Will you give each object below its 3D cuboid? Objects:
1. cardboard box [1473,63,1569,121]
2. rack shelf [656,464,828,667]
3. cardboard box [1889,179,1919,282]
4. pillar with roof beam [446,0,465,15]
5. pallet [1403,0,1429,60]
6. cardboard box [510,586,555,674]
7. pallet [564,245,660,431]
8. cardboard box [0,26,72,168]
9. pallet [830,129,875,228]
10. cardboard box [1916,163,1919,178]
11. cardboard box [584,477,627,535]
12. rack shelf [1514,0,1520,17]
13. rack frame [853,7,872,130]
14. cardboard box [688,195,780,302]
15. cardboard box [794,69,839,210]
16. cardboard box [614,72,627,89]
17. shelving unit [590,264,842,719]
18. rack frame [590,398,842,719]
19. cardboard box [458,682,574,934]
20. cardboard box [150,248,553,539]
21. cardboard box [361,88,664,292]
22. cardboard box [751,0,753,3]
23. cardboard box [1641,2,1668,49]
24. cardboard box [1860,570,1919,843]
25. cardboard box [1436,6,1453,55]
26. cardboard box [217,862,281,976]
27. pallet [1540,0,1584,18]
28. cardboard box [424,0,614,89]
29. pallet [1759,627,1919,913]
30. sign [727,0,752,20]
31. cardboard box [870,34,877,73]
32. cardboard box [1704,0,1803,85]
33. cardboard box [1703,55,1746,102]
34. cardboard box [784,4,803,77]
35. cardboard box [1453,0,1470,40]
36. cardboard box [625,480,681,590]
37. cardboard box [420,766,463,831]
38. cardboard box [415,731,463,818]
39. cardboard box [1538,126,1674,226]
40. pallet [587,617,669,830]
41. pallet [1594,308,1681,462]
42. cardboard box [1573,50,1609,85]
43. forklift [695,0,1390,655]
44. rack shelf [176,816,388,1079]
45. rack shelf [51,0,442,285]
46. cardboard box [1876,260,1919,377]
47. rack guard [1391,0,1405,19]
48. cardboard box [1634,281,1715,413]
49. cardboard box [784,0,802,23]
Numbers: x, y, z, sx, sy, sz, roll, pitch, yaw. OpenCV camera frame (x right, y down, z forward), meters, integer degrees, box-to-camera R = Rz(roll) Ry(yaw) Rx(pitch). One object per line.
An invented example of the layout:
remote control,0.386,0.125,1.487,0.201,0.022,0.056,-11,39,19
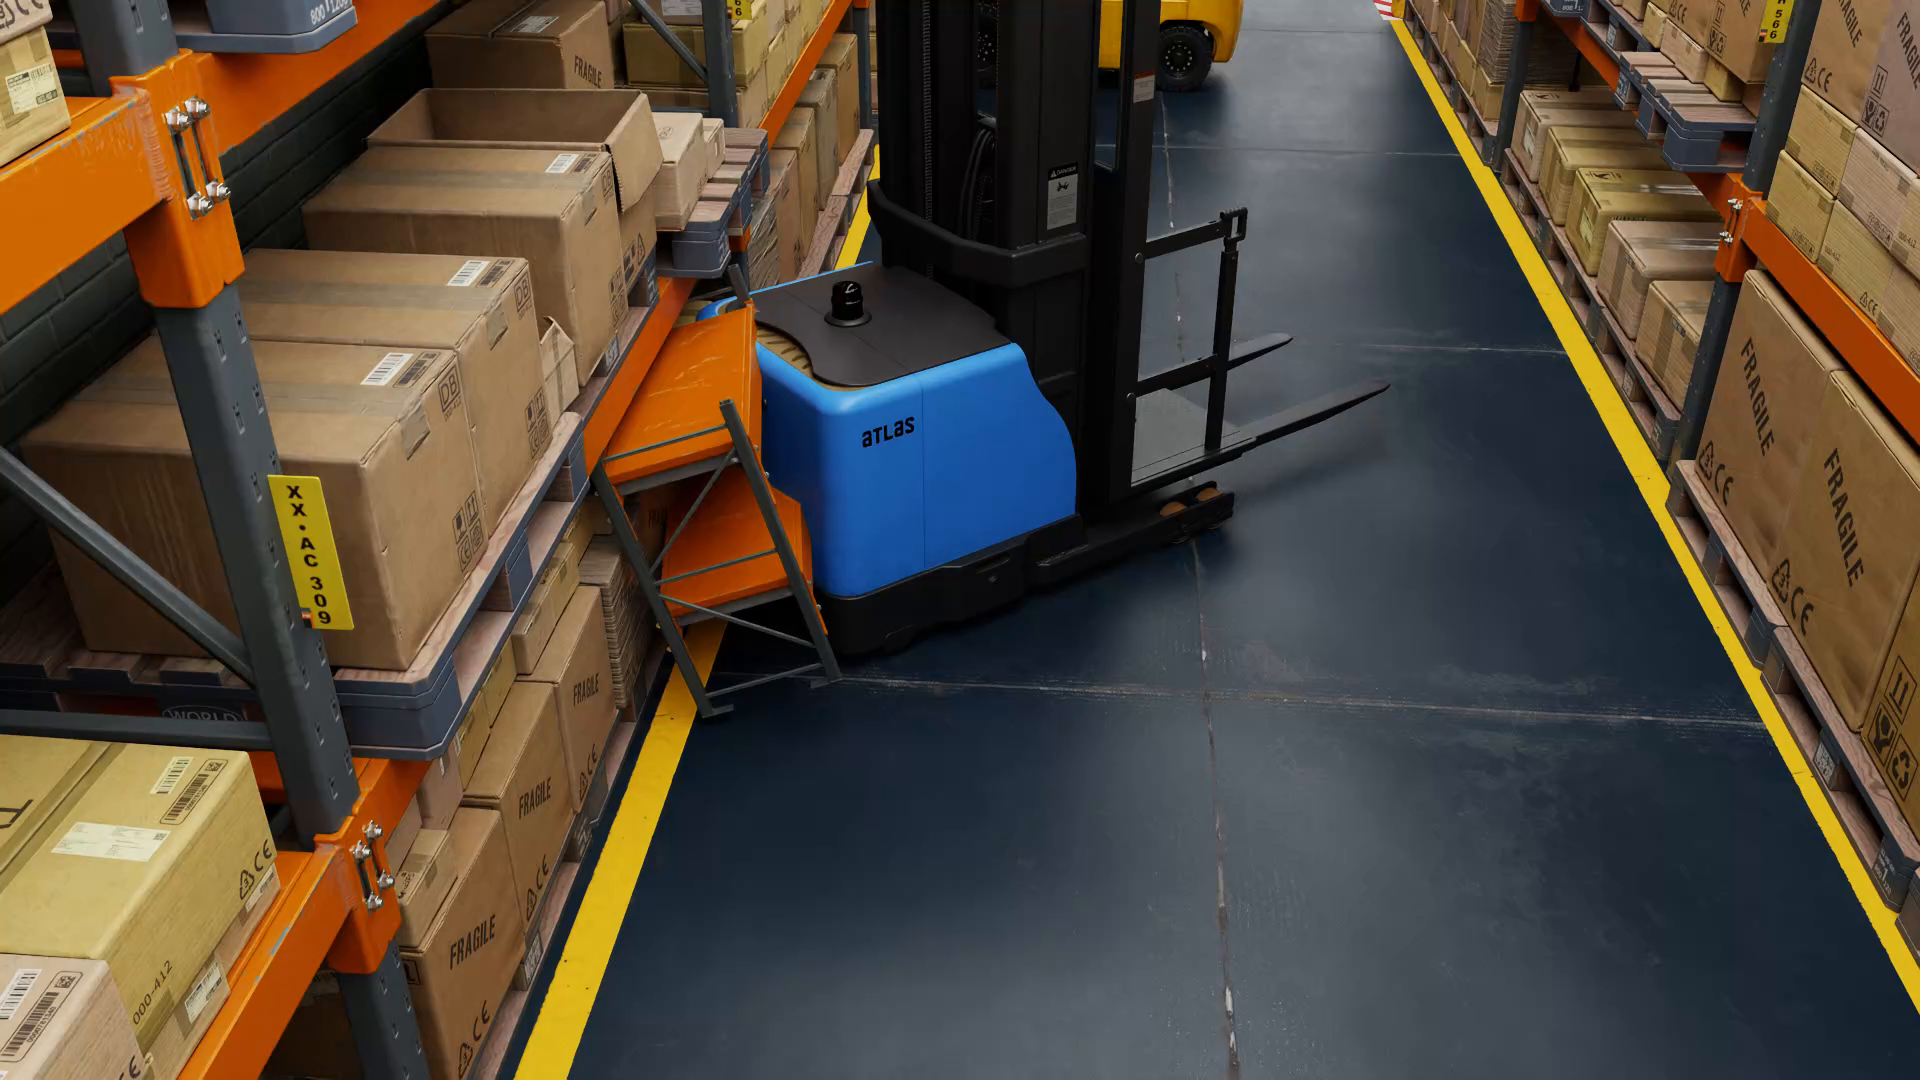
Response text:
cardboard box,3.656,-2.926,10.860,0.500,0.250,0.500,4,32,6
rack shelf,-0.772,0.009,5.938,0.538,0.278,1.000,-16,33,4
cardboard box,3.167,-0.870,4.969,0.500,0.250,0.500,2,32,4
pillar with roof beam,2.101,-4.806,5.971,9.100,9.000,0.400,2,32,4
pallet,4.094,-4.039,13.102,1.003,0.211,1.213,2,32,4
cardboard box,-1.407,0.253,4.844,0.380,0.149,0.250,2,32,4
pallet,-1.551,-0.617,5.075,1.003,0.211,1.213,2,32,4
cardboard box,-1.458,-0.594,2.235,0.380,0.149,0.250,2,32,4
pallet,-1.093,-2.233,10.173,1.003,0.211,1.213,2,32,4
cardboard box,3.178,-1.197,4.785,0.500,0.500,0.500,3,32,5
cardboard box,-1.321,-0.145,5.491,0.380,0.149,0.250,1,32,2
rack shelf,4.039,-4.337,11.614,1.077,0.370,4.000,2,32,4
rack frame,-1.072,-3.807,10.069,1.000,3.000,0.127,2,32,4
cardboard box,-1.333,-1.209,7.716,0.875,0.625,0.625,3,32,6
cardboard box,-1.174,-2.296,9.480,0.875,0.625,0.625,2,32,3
cardboard box,-1.616,-1.898,7.114,0.500,0.250,0.500,2,32,3
shelving unit,-0.836,-0.186,5.805,0.538,1.125,1.048,-16,33,4
rack frame,-0.788,0.089,5.380,0.500,1.125,0.032,-16,33,4
cardboard box,-1.426,0.739,4.674,0.500,0.500,0.500,2,32,3
cardboard box,-1.418,-0.360,3.979,0.700,0.500,0.500,3,32,5
cardboard box,-1.346,-1.077,5.140,0.797,0.503,0.637,2,32,3
cardboard box,-1.057,-2.328,6.955,0.380,0.149,0.250,3,32,5
cardboard box,3.305,-2.312,7.481,0.380,0.149,0.250,3,32,5
cardboard box,3.261,0.511,4.686,0.875,0.875,0.875,3,32,5
cardboard box,3.779,-3.735,12.172,0.500,0.250,0.500,5,32,7
cardboard box,-1.497,0.660,3.059,0.380,0.149,0.250,3,32,5
pallet,3.669,-3.122,9.140,1.003,0.211,1.213,2,32,4
cardboard box,-1.595,-1.675,6.113,0.500,0.500,0.500,4,32,6
pallet,3.309,0.727,5.370,1.003,0.211,1.213,2,32,4
sign,-0.856,-2.157,6.362,0.100,0.325,0.005,2,32,4
cardboard box,-0.725,-3.268,10.938,0.500,0.250,0.500,2,32,4
cardboard box,3.310,-2.103,6.525,0.500,0.500,0.500,2,32,3
cardboard box,3.292,-1.902,6.817,0.380,0.149,0.250,3,32,5
cardboard box,-1.037,-2.406,7.938,0.500,0.250,0.500,1,32,2
cardboard box,3.737,-3.778,11.528,0.500,0.500,0.500,4,32,7
cardboard box,-1.309,-0.065,5.979,0.500,0.500,0.500,4,32,6
cardboard box,-1.483,0.661,4.183,0.380,0.149,0.250,2,32,3
cardboard box,-1.455,0.544,4.088,0.380,0.149,0.250,1,32,2
cardboard box,3.781,-2.007,9.252,0.950,0.372,0.625,4,32,7
pallet,-1.598,0.496,5.743,1.003,0.211,1.213,2,32,4
pallet,3.615,-0.727,7.729,1.003,0.211,1.213,2,32,4
cardboard box,4.193,-3.222,10.625,0.500,0.500,0.500,4,32,6
forklift,0.508,-1.438,6.290,3.031,2.935,1.130,-21,37,-30
rack shelf,-1.886,1.728,1.773,1.077,0.370,4.000,2,32,4
rack shelf,-1.560,-1.641,4.380,1.077,0.370,4.000,2,32,4
cardboard box,3.187,-0.653,5.094,0.500,0.250,0.500,3,32,6
rack guard,4.195,-4.585,13.713,1.175,0.500,0.348,2,32,4
cardboard box,3.606,-0.861,7.392,0.950,0.372,0.625,0,32,1
cardboard box,-1.015,-2.621,7.810,0.500,0.250,0.500,2,32,3
